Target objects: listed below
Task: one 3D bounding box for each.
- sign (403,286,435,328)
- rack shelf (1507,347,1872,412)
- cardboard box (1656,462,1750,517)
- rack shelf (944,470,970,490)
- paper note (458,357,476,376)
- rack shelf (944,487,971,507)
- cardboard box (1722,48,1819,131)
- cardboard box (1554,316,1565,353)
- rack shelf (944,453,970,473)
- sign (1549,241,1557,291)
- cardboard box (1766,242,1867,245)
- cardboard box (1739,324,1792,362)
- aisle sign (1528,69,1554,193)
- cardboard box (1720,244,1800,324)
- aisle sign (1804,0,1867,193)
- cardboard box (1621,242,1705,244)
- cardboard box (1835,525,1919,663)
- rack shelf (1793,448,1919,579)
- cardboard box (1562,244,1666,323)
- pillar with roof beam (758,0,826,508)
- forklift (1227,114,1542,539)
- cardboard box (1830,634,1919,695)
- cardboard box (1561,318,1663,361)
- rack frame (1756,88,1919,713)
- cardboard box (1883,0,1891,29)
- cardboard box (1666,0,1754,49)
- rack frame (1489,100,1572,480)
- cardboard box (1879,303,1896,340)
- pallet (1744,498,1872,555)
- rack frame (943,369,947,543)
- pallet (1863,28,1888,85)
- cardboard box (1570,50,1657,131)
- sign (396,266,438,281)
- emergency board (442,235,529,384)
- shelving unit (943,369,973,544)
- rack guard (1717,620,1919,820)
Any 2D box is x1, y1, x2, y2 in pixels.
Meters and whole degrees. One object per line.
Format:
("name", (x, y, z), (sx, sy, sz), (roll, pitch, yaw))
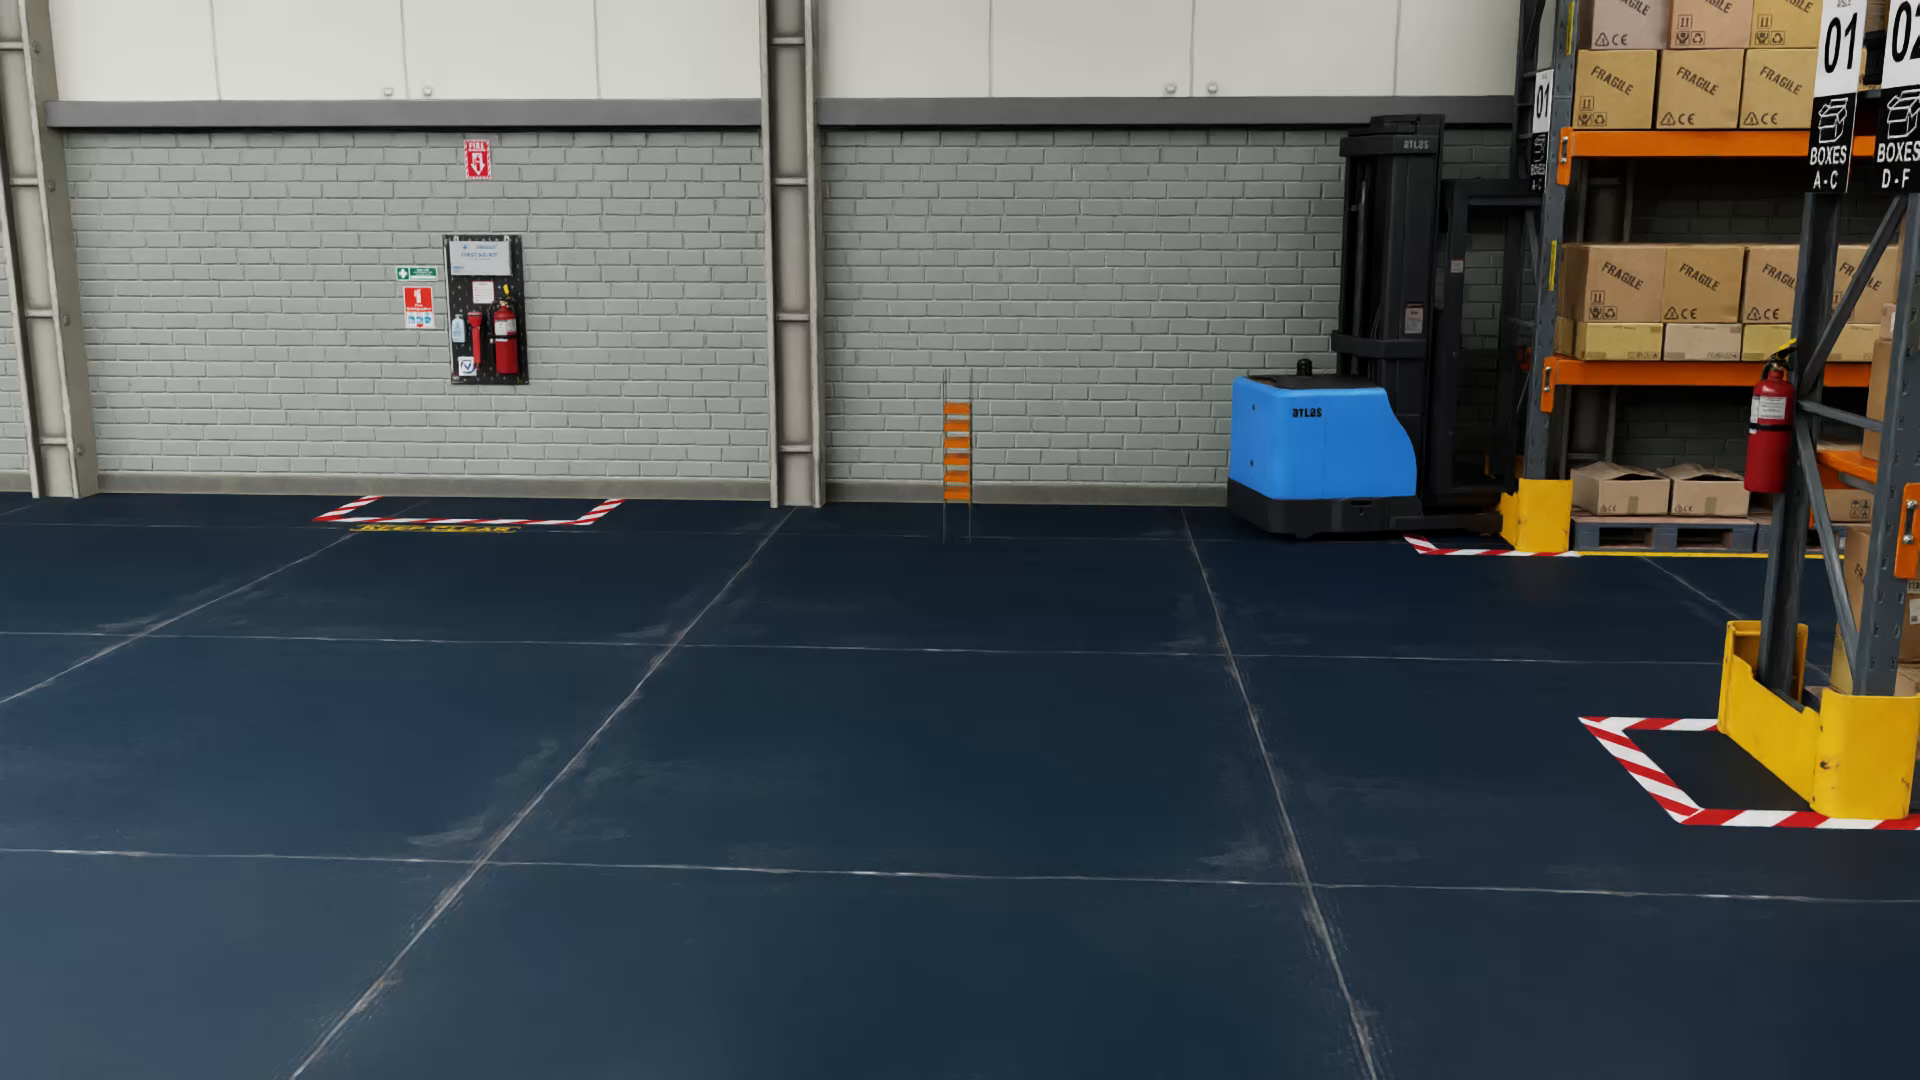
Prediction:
("sign", (-4.280, -1.840, 13.150), (0.234, 0.329, 0.001), (1, 12, 4))
("rack shelf", (5.954, -1.123, 11.569), (4.000, 0.370, 1.077), (1, 12, 4))
("cardboard box", (5.211, -0.366, 11.686), (0.500, 0.311, 0.500), (2, 12, 8))
("rack shelf", (-0.014, -0.427, 11.680), (0.180, 0.103, 0.258), (1, 12, 4))
("paper note", (-3.907, -1.379, 13.186), (0.142, 0.148, 0.016), (1, 12, 4))
("rack shelf", (-0.014, -0.309, 11.704), (0.180, 0.103, 0.258), (1, 12, 4))
("cardboard box", (5.327, -2.953, 10.941), (0.500, 0.500, 0.500), (1, 12, 6))
("cardboard box", (4.438, -1.472, 11.798), (0.500, 0.250, 0.500), (1, 12, 5))
("rack shelf", (-0.014, -0.544, 11.655), (0.180, 0.103, 0.258), (1, 12, 4))
("sign", (3.922, -1.816, 11.008), (0.005, 0.325, 0.100), (1, 12, 4))
("cardboard box", (5.963, -1.821, 11.635), (0.500, 0.500, 0.500), (1, 12, 5))
("cardboard box", (5.451, -1.355, 11.239), (0.500, 0.250, 0.500), (1, 12, 3))
("aisle sign", (3.866, -2.715, 11.072), (0.004, 0.787, 0.394), (1, 12, 4))
("cardboard box", (5.422, -1.721, 11.156), (0.500, 0.500, 0.500), (0, 12, 2))
("aisle sign", (3.585, -1.824, 6.813), (0.004, 0.787, 0.394), (1, 12, 4))
("cardboard box", (4.944, -1.834, 11.697), (0.500, 0.500, 0.500), (1, 12, 5))
("cardboard box", (4.186, 0.229, 7.206), (0.500, 0.500, 0.500), (1, 12, 4))
("rack shelf", (5.627, -0.111, 6.731), (4.000, 0.370, 1.077), (1, 12, 4))
("cardboard box", (4.415, -1.738, 11.238), (0.500, 0.500, 0.500), (1, 12, 4))
("pillar with roof beam", (-1.560, -3.809, 7.999), (0.400, 9.000, 9.100), (1, 12, 4))
("forklift", (3.576, -1.563, 12.081), (3.031, 2.935, 1.130), (-2, 12, -10))
("cardboard box", (4.186, 0.597, 7.280), (0.500, 0.250, 0.500), (1, 12, 4))
("cardboard box", (4.424, -1.368, 11.298), (0.500, 0.250, 0.500), (0, 12, 2))
("rack frame", (3.631, -0.491, 6.788), (0.127, 3.000, 1.000), (1, 12, 4))
("cardboard box", (6.362, -3.426, 10.760), (0.500, 0.500, 0.500), (0, 12, 2))
("cardboard box", (4.824, -3.447, 10.860), (0.500, 0.500, 0.500), (1, 12, 3))
("rack frame", (3.958, -1.503, 11.626), (0.127, 3.000, 1.000), (1, 12, 4))
("cardboard box", (4.025, -0.891, 6.873), (0.250, 0.149, 0.380), (1, 12, 3))
("pallet", (6.056, -0.101, 11.737), (1.213, 0.211, 1.003), (1, 12, 4))
("rack frame", (-0.106, -0.589, 11.652), (0.006, 1.200, 0.240), (1, 12, 4))
("pallet", (4.335, -1.901, 6.419), (1.213, 0.211, 1.003), (1, 12, 4))
("cardboard box", (4.275, -2.974, 11.041), (0.500, 0.500, 0.500), (1, 12, 5))
("sign", (-4.276, -2.097, 13.087), (0.331, 0.109, 0.001), (1, 12, 4))
("emergency board", (-3.735, -1.794, 13.017), (0.643, 1.169, 0.194), (1, 12, 4))
("shelving unit", (-0.014, -0.587, 11.646), (0.189, 1.200, 0.258), (1, 12, 4))
("rack guard", (3.607, 0.732, 7.046), (0.348, 0.500, 1.175), (1, 12, 4))
